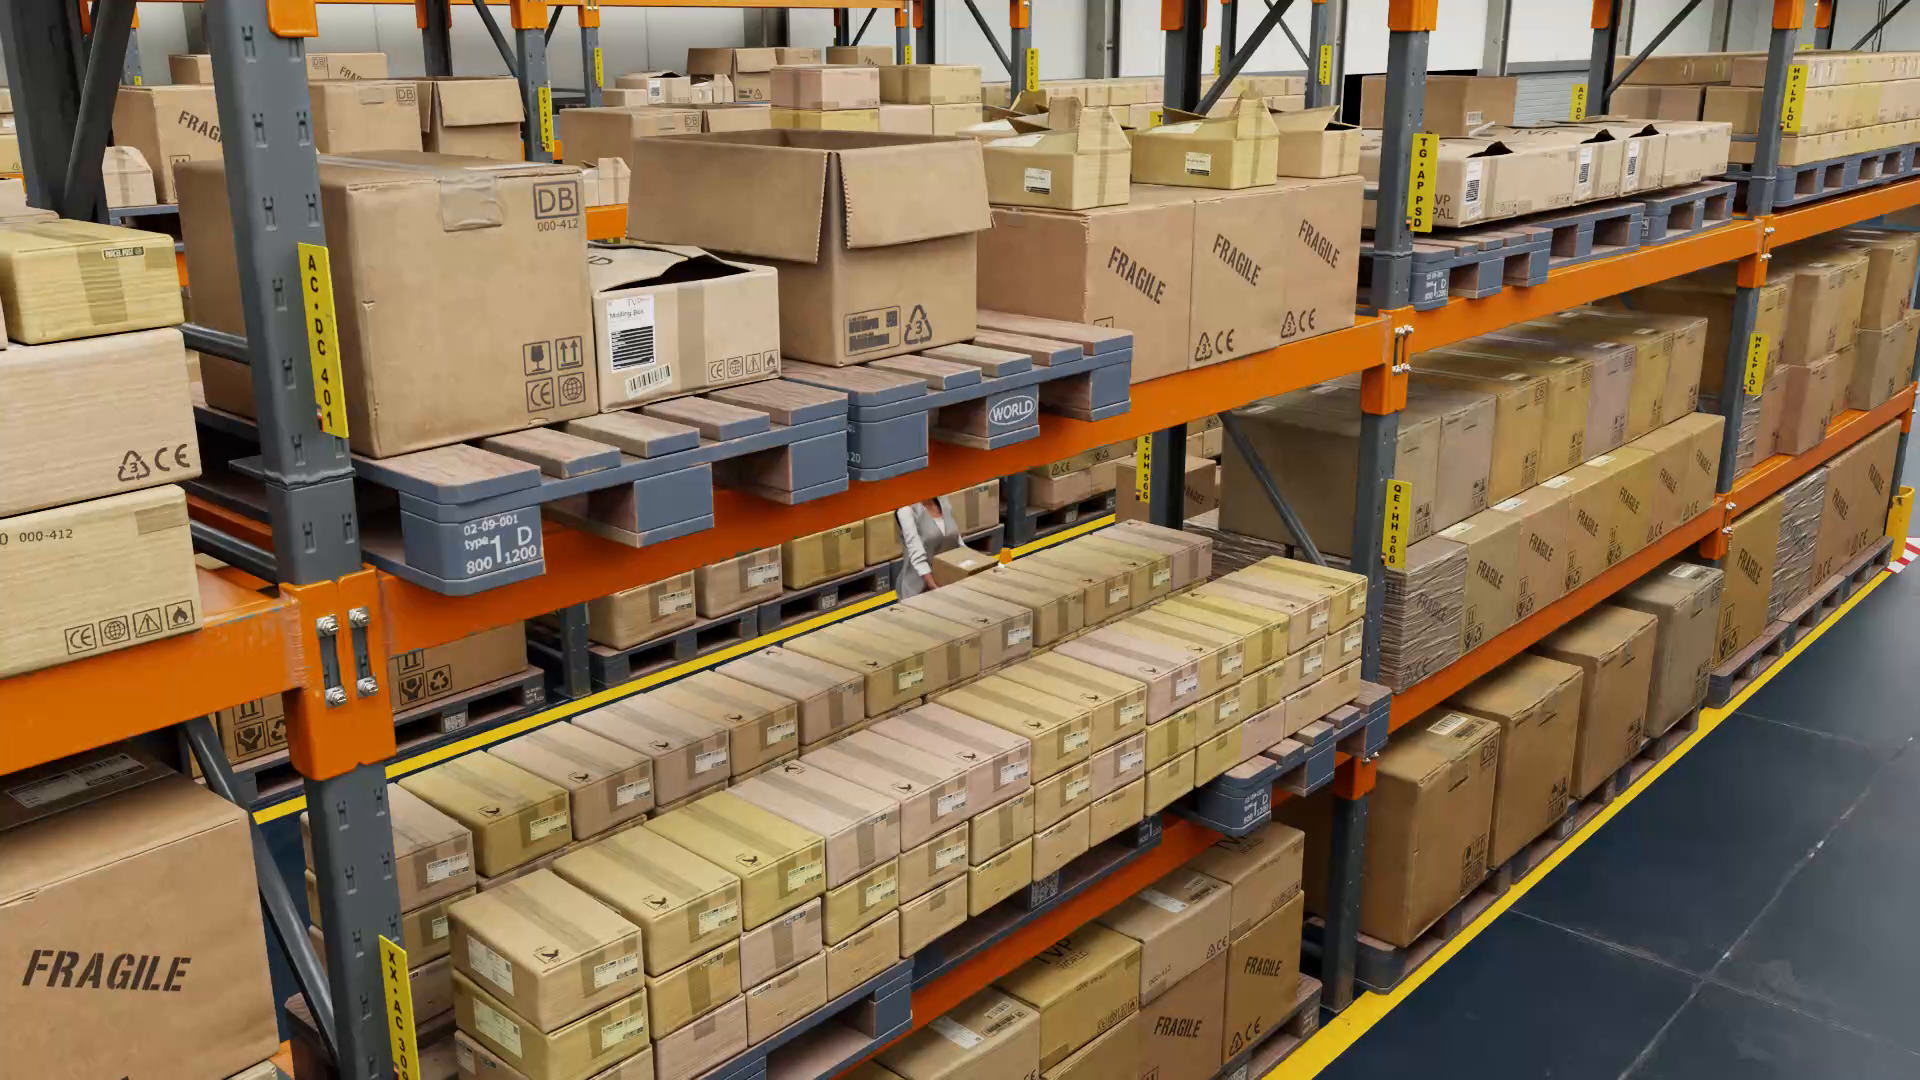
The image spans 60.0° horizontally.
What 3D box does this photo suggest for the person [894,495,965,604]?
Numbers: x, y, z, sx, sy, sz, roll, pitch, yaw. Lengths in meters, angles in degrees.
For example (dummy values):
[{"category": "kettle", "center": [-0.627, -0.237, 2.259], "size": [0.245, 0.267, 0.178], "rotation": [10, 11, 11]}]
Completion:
[{"category": "person", "center": [-0.111, 0.381, 9.006], "size": [0.491, 1.499, 0.402], "rotation": [15, 23, 40]}]
